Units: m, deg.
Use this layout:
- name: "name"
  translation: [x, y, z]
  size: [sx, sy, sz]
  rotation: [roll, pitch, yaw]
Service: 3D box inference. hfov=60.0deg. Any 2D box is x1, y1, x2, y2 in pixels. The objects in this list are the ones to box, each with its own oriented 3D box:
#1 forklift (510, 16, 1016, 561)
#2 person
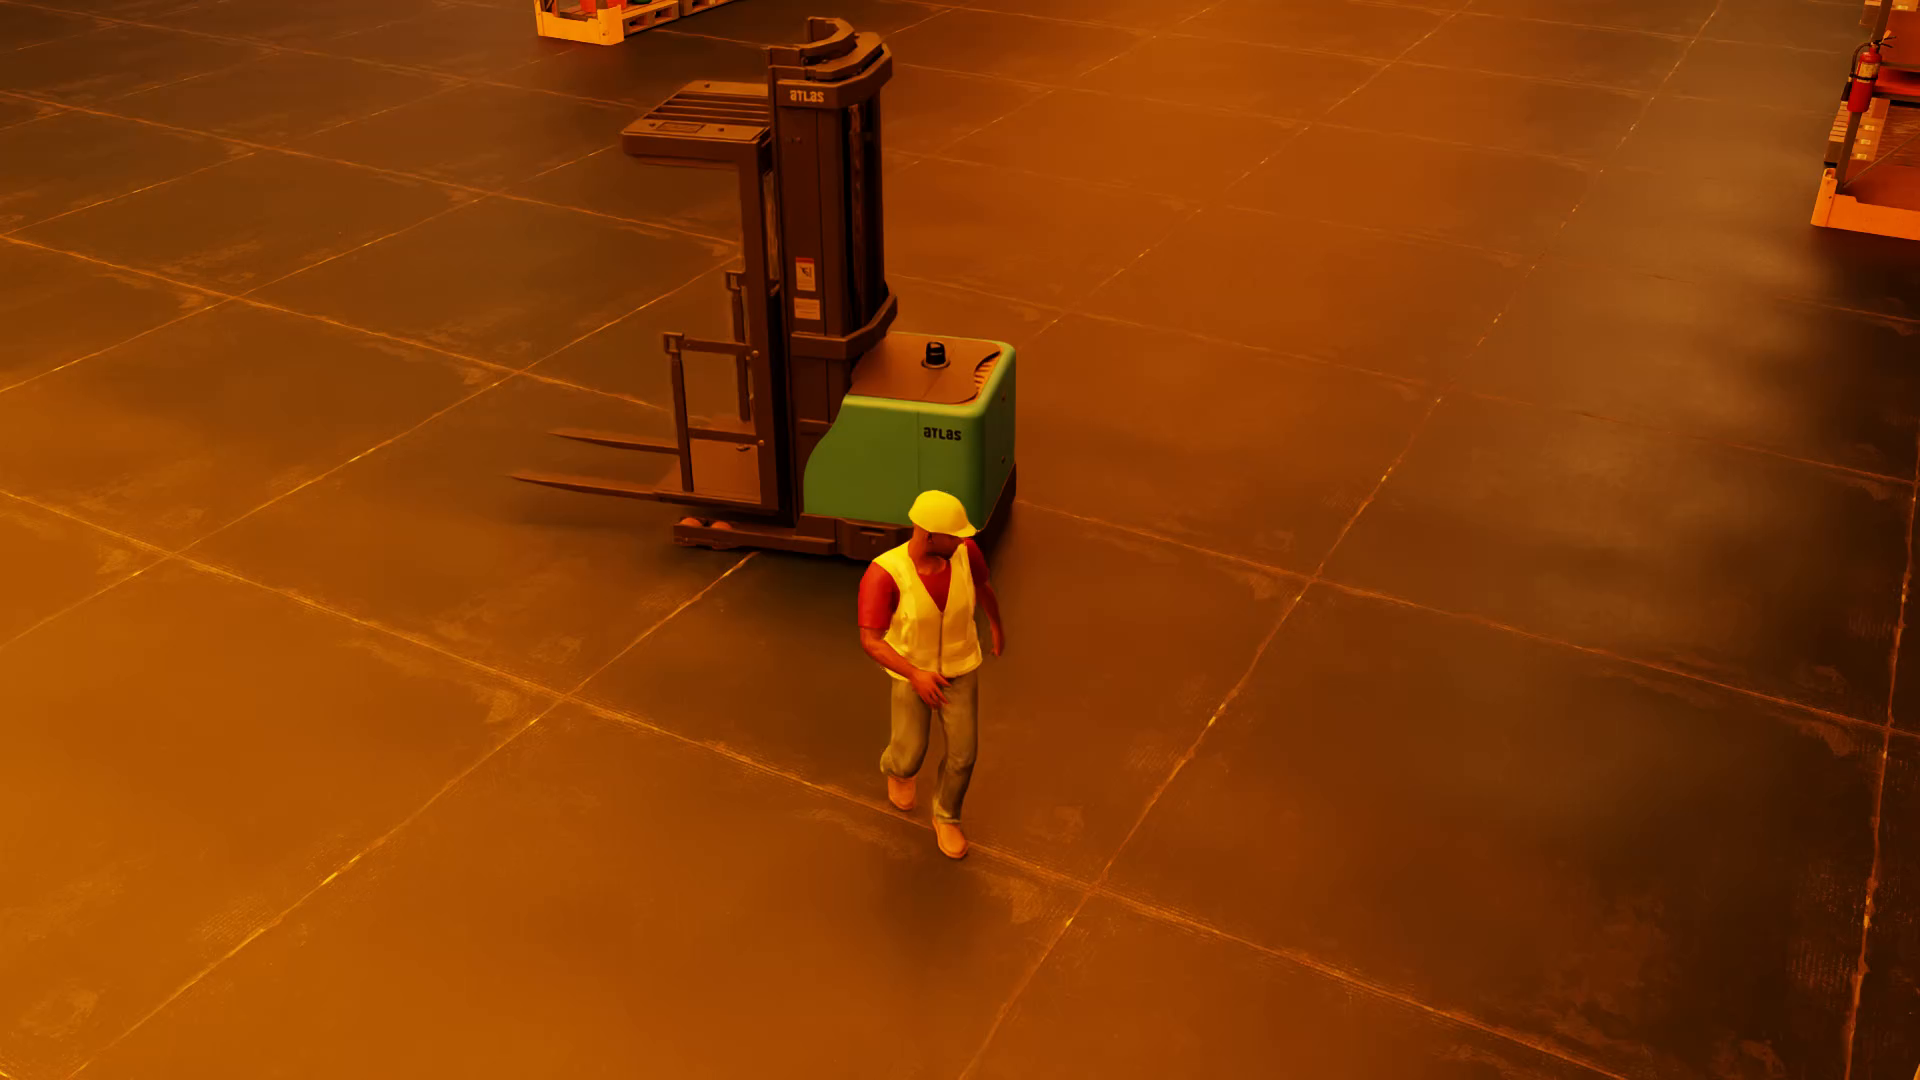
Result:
- name: "forklift"
  translation: [-1.226, -1.456, 9.594]
  size: [3.031, 2.935, 1.130]
  rotation: [7, 31, 12]
- name: "person"
  translation: [-0.087, 0.564, 7.323]
  size: [0.729, 1.709, 0.626]
  rotation: [-7, 31, -12]
